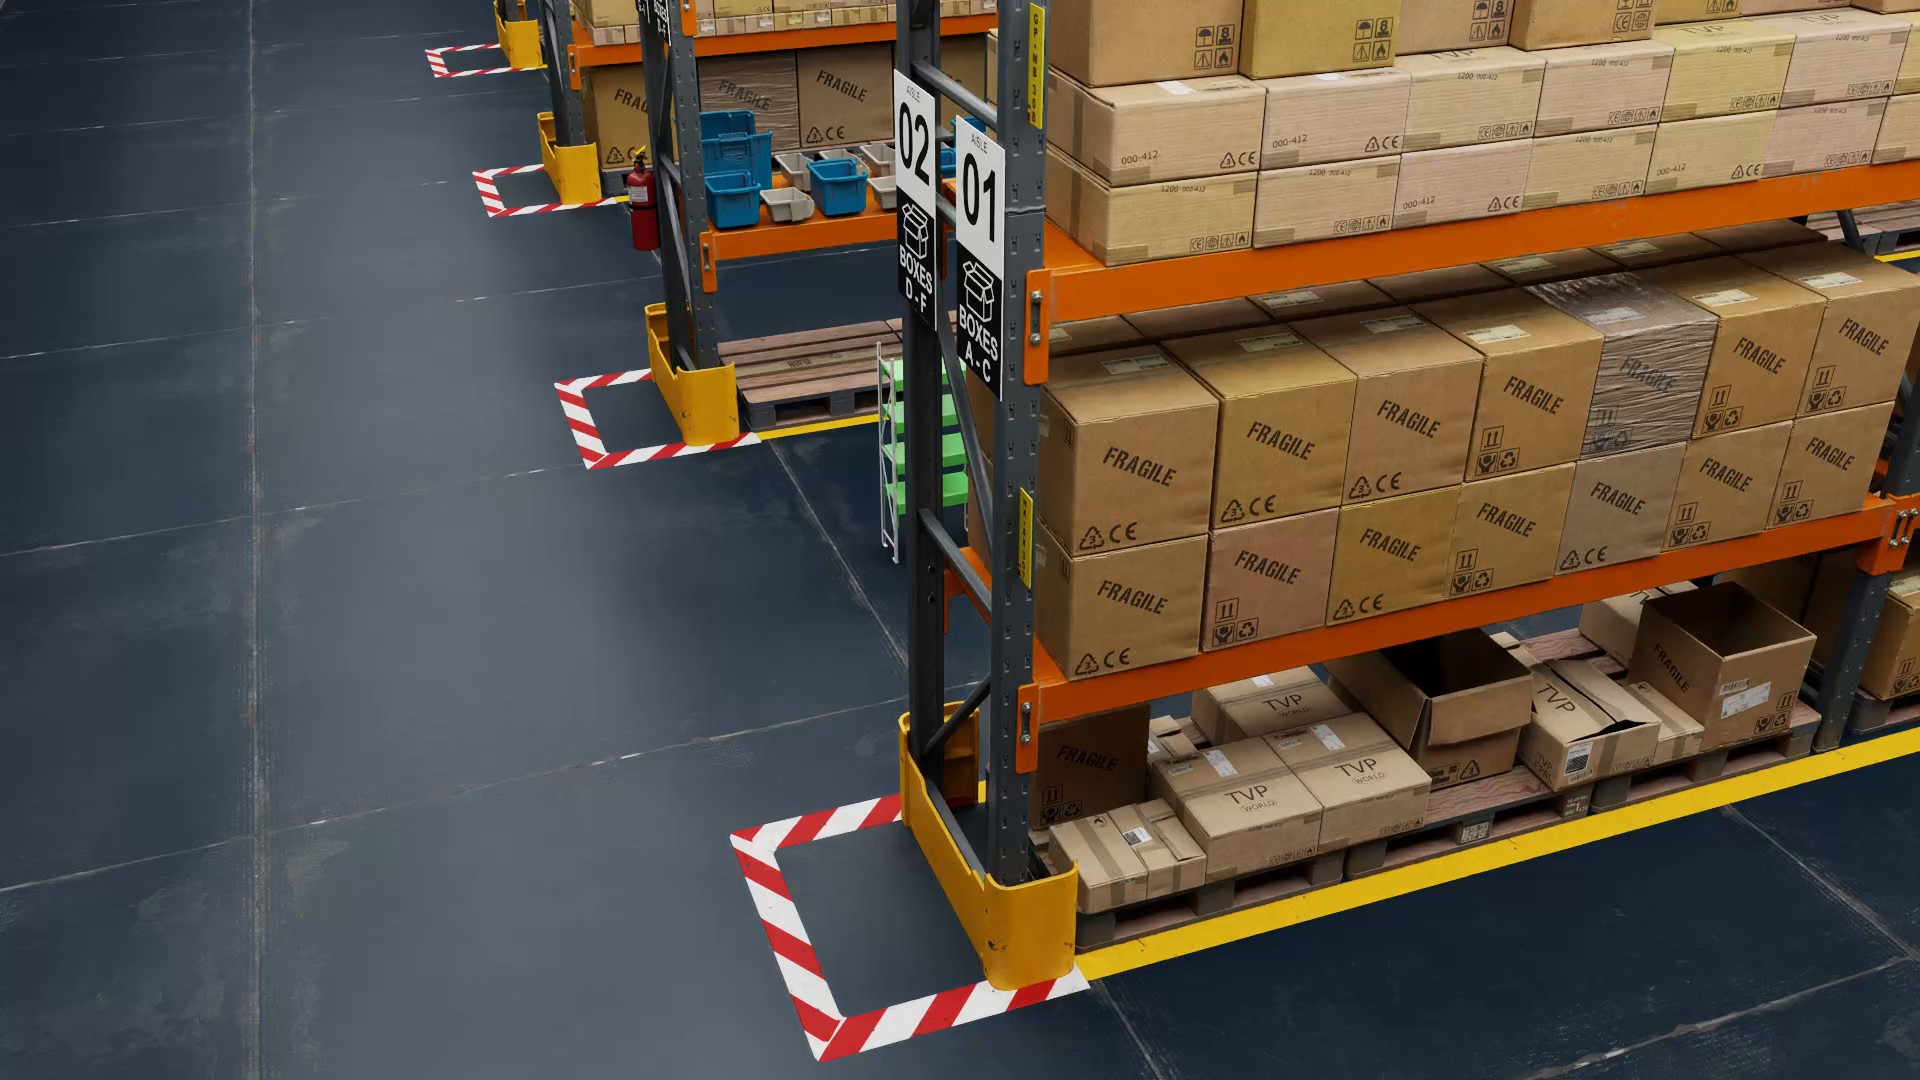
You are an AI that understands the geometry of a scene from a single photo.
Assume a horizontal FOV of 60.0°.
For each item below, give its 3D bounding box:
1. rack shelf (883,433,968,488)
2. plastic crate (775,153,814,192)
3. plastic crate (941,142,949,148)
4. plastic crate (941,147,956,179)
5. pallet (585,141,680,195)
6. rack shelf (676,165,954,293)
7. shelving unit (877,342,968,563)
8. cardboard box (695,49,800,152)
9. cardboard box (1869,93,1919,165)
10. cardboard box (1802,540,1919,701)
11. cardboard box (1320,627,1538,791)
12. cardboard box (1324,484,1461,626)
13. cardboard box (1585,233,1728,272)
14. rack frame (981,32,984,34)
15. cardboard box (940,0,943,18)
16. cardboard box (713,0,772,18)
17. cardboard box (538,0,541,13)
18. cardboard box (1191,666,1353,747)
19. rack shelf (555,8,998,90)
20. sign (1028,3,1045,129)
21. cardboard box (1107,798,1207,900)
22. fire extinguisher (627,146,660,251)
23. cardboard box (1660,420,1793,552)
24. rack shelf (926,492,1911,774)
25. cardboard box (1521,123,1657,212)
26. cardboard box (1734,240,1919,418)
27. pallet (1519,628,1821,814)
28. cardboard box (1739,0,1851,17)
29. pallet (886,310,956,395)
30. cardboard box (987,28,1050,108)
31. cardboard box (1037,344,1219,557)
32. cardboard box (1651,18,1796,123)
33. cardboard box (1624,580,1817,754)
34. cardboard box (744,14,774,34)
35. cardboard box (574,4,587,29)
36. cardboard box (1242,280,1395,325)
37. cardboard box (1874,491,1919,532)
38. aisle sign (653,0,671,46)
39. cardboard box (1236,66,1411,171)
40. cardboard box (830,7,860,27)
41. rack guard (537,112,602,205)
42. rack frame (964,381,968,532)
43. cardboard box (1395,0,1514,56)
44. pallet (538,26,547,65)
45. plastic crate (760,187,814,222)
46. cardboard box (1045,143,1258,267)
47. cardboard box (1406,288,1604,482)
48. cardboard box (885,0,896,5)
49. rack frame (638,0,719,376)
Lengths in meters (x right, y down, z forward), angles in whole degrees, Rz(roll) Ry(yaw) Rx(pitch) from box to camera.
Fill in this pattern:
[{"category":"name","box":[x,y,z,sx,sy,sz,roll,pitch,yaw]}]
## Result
[{"category":"rack shelf","box":[-0.155,-0.437,8.934,0.480,0.148,0.258,-10,31,-18]},{"category":"plastic crate","box":[-1.002,-2.316,10.492,0.243,0.136,0.396,-10,31,-18]},{"category":"plastic crate","box":[-0.202,-2.479,10.777,0.250,0.136,0.298,-10,31,-18]},{"category":"plastic crate","box":[-0.123,-2.251,10.279,0.300,0.233,0.416,-10,31,-18]},{"category":"pallet","box":[-2.709,-3.441,15.076,1.213,0.211,1.003,-10,31,-18]},{"category":"rack shelf","box":[0.171,-2.213,10.831,4.000,0.370,1.077,-10,31,-18]},{"category":"shelving unit","box":[-0.155,-0.493,8.903,0.503,1.200,0.258,-10,31,-18]},{"category":"cardboard box","box":[-2.006,-4.042,15.037,0.875,0.875,0.875,-10,31,-18]},{"category":"cardboard box","box":[3.406,-1.603,6.154,0.500,0.250,0.500,-10,31,-18]},{"category":"cardboard box","box":[4.307,0.353,7.682,0.500,0.500,0.500,-12,32,-20]},{"category":"cardboard box","box":[2.010,0.648,7.159,0.637,0.503,0.797,-10,31,-18]},{"category":"cardboard box","box":[1.481,-0.056,6.217,0.500,0.500,0.500,-11,31,-18]},{"category":"cardboard box","box":[2.746,-1.010,6.881,0.500,0.500,0.500,-11,32,-19]},{"category":"rack frame","box":[0.318,-5.169,15.292,0.127,3.000,1.000,-10,31,-18]},{"category":"cardboard box","box":[-0.335,-4.766,14.839,0.250,0.149,0.380,-11,31,-18]},{"category":"cardboard box","box":[-1.930,-4.678,14.281,0.500,0.250,0.500,-11,32,-19]},{"category":"cardboard box","box":[-4.670,-6.093,19.070,0.250,0.149,0.380,-11,32,-19]},{"category":"cardboard box","box":[1.345,0.764,7.212,0.500,0.250,0.500,-10,31,-18]},{"category":"rack shelf","box":[-1.556,-4.511,14.864,4.000,0.370,1.077,-10,31,-18]},{"category":"sign","box":[0.209,-1.313,4.611,0.005,0.325,0.100,-10,31,-18]},{"category":"cardboard box","box":[0.767,1.202,6.527,0.250,0.166,0.380,-10,31,-18]},{"category":"fire extinguisher","box":[-2.003,-2.169,10.482,0.183,0.674,0.296,-10,31,-18]},{"category":"cardboard box","box":[2.907,-0.320,6.681,0.500,0.500,0.500,-10,31,-16]},{"category":"rack shelf","box":[1.895,0.086,6.796,4.000,0.370,1.077,-10,31,-18]},{"category":"cardboard box","box":[1.998,-1.347,5.705,0.500,0.250,0.500,-10,31,-18]},{"category":"cardboard box","box":[3.385,-0.842,6.587,0.500,0.500,0.500,-10,31,-17]},{"category":"pallet","box":[3.125,0.758,7.707,1.213,0.211,1.003,-10,31,-18]},{"category":"cardboard box","box":[2.809,-2.231,5.994,0.500,0.500,0.700,-10,31,-18]},{"category":"pallet","box":[0.224,-1.302,11.322,1.213,0.211,1.003,-10,31,-18]},{"category":"cardboard box","box":[0.413,-1.544,5.546,0.500,0.250,0.500,-10,31,-18]},{"category":"cardboard box","box":[0.528,-0.314,5.659,0.500,0.500,0.500,-9,31,-16]},{"category":"cardboard box","box":[2.469,-1.647,5.728,0.500,0.250,0.500,-10,31,-18]},{"category":"cardboard box","box":[3.334,0.553,7.330,0.500,0.500,0.500,-10,31,-18]},{"category":"cardboard box","box":[-1.779,-4.500,14.373,0.250,0.149,0.380,-11,31,-18]},{"category":"cardboard box","box":[-3.212,-4.583,14.518,0.250,0.149,0.380,-10,31,-17]},{"category":"cardboard box","box":[1.299,-0.743,6.413,0.500,0.500,0.500,-10,31,-16]},{"category":"cardboard box","box":[4.598,0.023,8.259,0.500,0.500,0.500,-10,31,-17]},{"category":"aisle sign","box":[-1.668,-3.160,9.139,0.004,0.787,0.394,-10,31,-18]},{"category":"cardboard box","box":[1.063,-1.388,5.272,0.500,0.250,0.500,-10,31,-18]},{"category":"cardboard box","box":[-1.058,-4.633,14.605,0.250,0.149,0.380,-11,31,-18]},{"category":"rack guard","box":[-3.453,-3.388,14.692,0.348,0.500,1.175,-10,31,-18]},{"category":"rack frame","box":[0.074,-0.535,8.977,0.015,1.200,0.240,-10,31,-18]},{"category":"cardboard box","box":[1.425,-1.942,5.487,0.500,0.500,0.700,-10,31,-18]},{"category":"pallet","box":[-4.221,-5.722,19.080,1.213,0.211,1.003,-10,31,-18]},{"category":"plastic crate","box":[-1.028,-1.999,9.934,0.298,0.136,0.250,-10,31,-18]},{"category":"cardboard box","box":[0.590,-1.090,5.255,0.500,0.250,0.500,-10,31,-18]},{"category":"cardboard box","box":[1.962,-0.580,6.126,0.500,0.500,0.500,-11,31,-18]},{"category":"cardboard box","box":[-0.488,-4.944,14.749,0.500,0.250,0.500,-9,31,-16]},{"category":"rack frame","box":[-1.704,-2.180,10.047,0.127,3.000,1.000,-10,31,-18]}]
